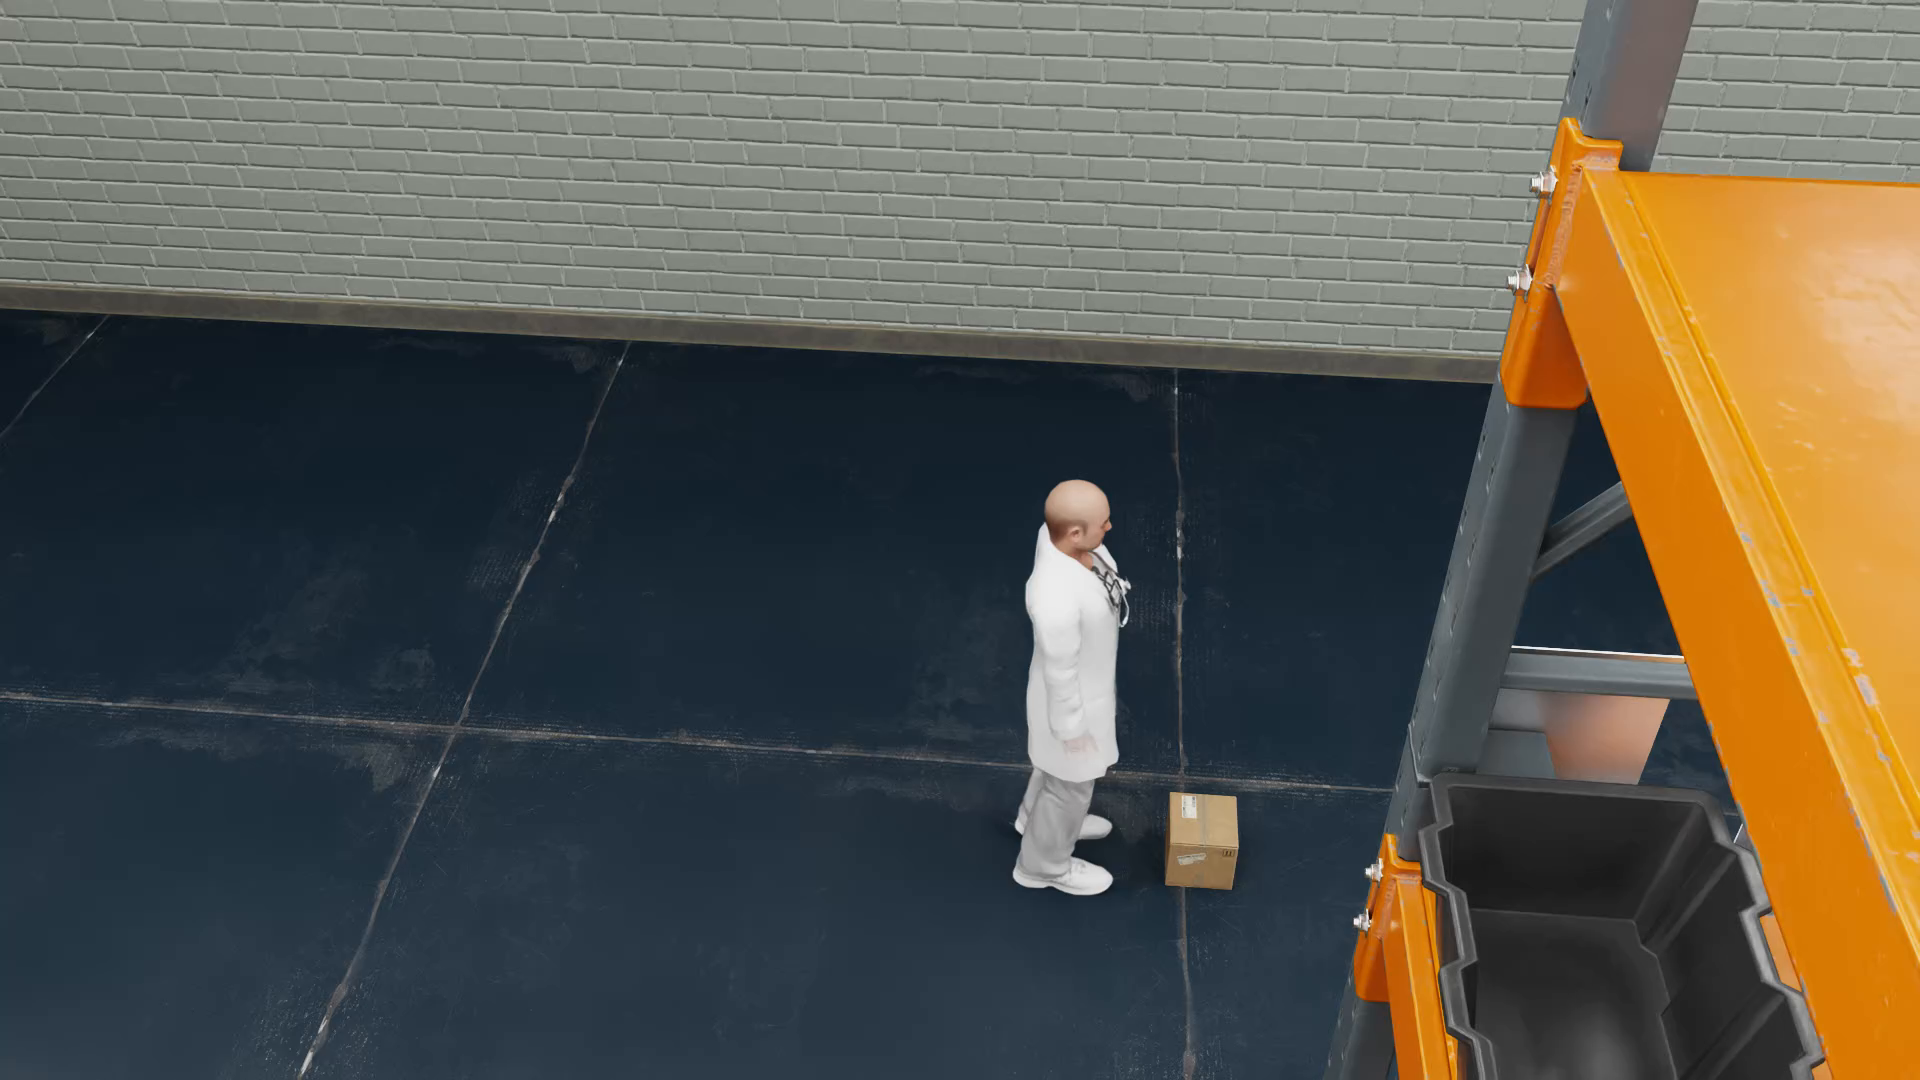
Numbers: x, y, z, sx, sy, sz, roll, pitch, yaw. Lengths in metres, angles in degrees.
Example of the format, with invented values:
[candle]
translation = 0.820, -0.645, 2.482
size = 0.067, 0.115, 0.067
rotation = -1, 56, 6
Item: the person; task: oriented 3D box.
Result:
[person]
translation = 0.398, 0.517, 5.848
size = 0.388, 1.784, 0.562
rotation = 4, 40, 5
